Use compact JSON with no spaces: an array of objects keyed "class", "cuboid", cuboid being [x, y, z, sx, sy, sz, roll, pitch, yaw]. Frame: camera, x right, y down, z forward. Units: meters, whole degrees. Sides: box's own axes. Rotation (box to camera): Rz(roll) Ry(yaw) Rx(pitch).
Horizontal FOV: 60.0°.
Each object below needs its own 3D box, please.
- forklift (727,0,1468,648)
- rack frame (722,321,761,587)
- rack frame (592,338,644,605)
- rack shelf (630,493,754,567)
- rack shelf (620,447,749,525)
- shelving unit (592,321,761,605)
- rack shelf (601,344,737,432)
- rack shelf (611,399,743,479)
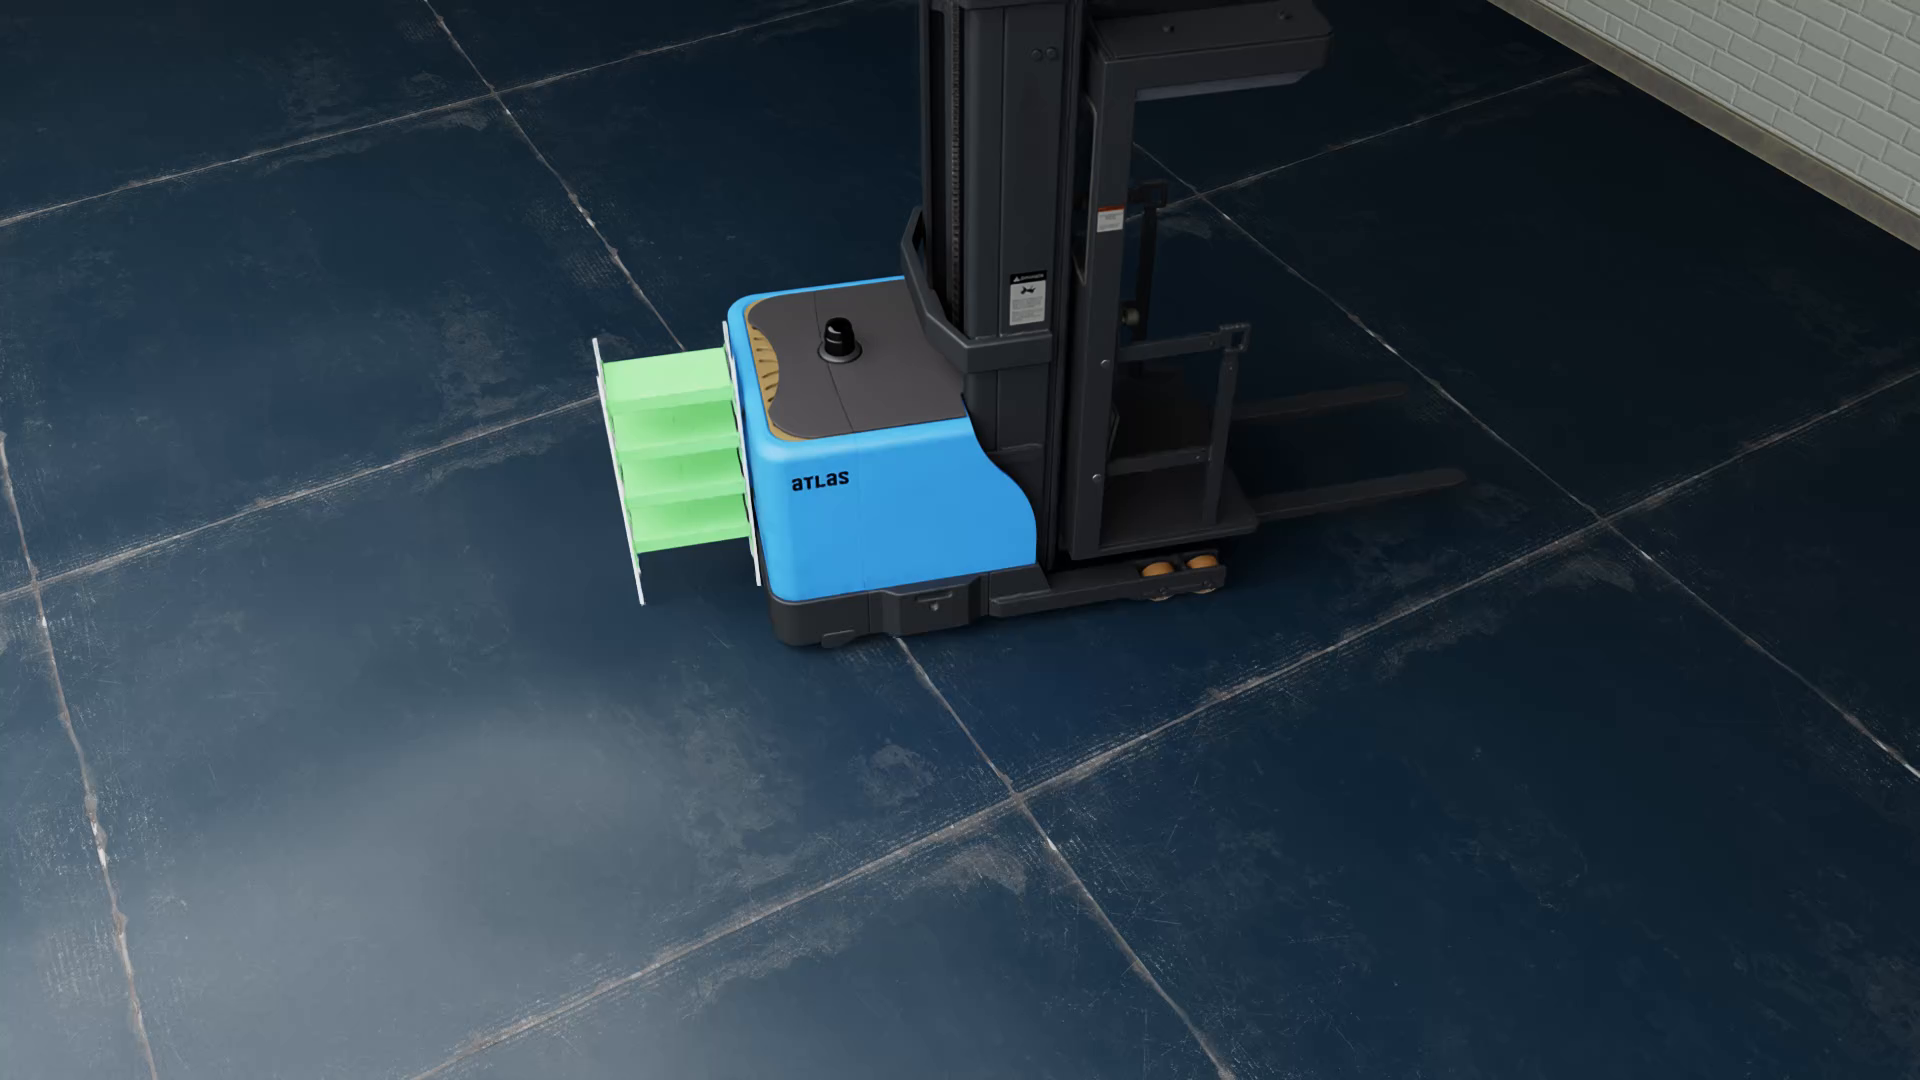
[{"class":"forklift","cuboid":[0.631,-1.150,6.260,3.031,2.935,1.130,-9,45,-9]},{"class":"rack frame","cuboid":[-0.868,-0.317,6.645,0.015,1.200,0.240,-9,45,-9]},{"class":"rack frame","cuboid":[-1.344,-0.243,6.568,0.015,1.200,0.240,-9,45,-9]},{"class":"rack shelf","cuboid":[-1.106,-0.062,6.818,0.480,0.148,0.258,-9,45,-9]},{"class":"rack shelf","cuboid":[-1.106,-0.234,6.651,0.480,0.148,0.258,-9,45,-9]},{"class":"shelving unit","cuboid":[-1.106,-0.280,6.607,0.503,1.200,0.258,-9,45,-9]},{"class":"rack shelf","cuboid":[-1.106,-0.579,6.317,0.480,0.148,0.258,-9,45,-9]},{"class":"rack shelf","cuboid":[-1.106,-0.407,6.484,0.480,0.148,0.258,-9,45,-9]}]
